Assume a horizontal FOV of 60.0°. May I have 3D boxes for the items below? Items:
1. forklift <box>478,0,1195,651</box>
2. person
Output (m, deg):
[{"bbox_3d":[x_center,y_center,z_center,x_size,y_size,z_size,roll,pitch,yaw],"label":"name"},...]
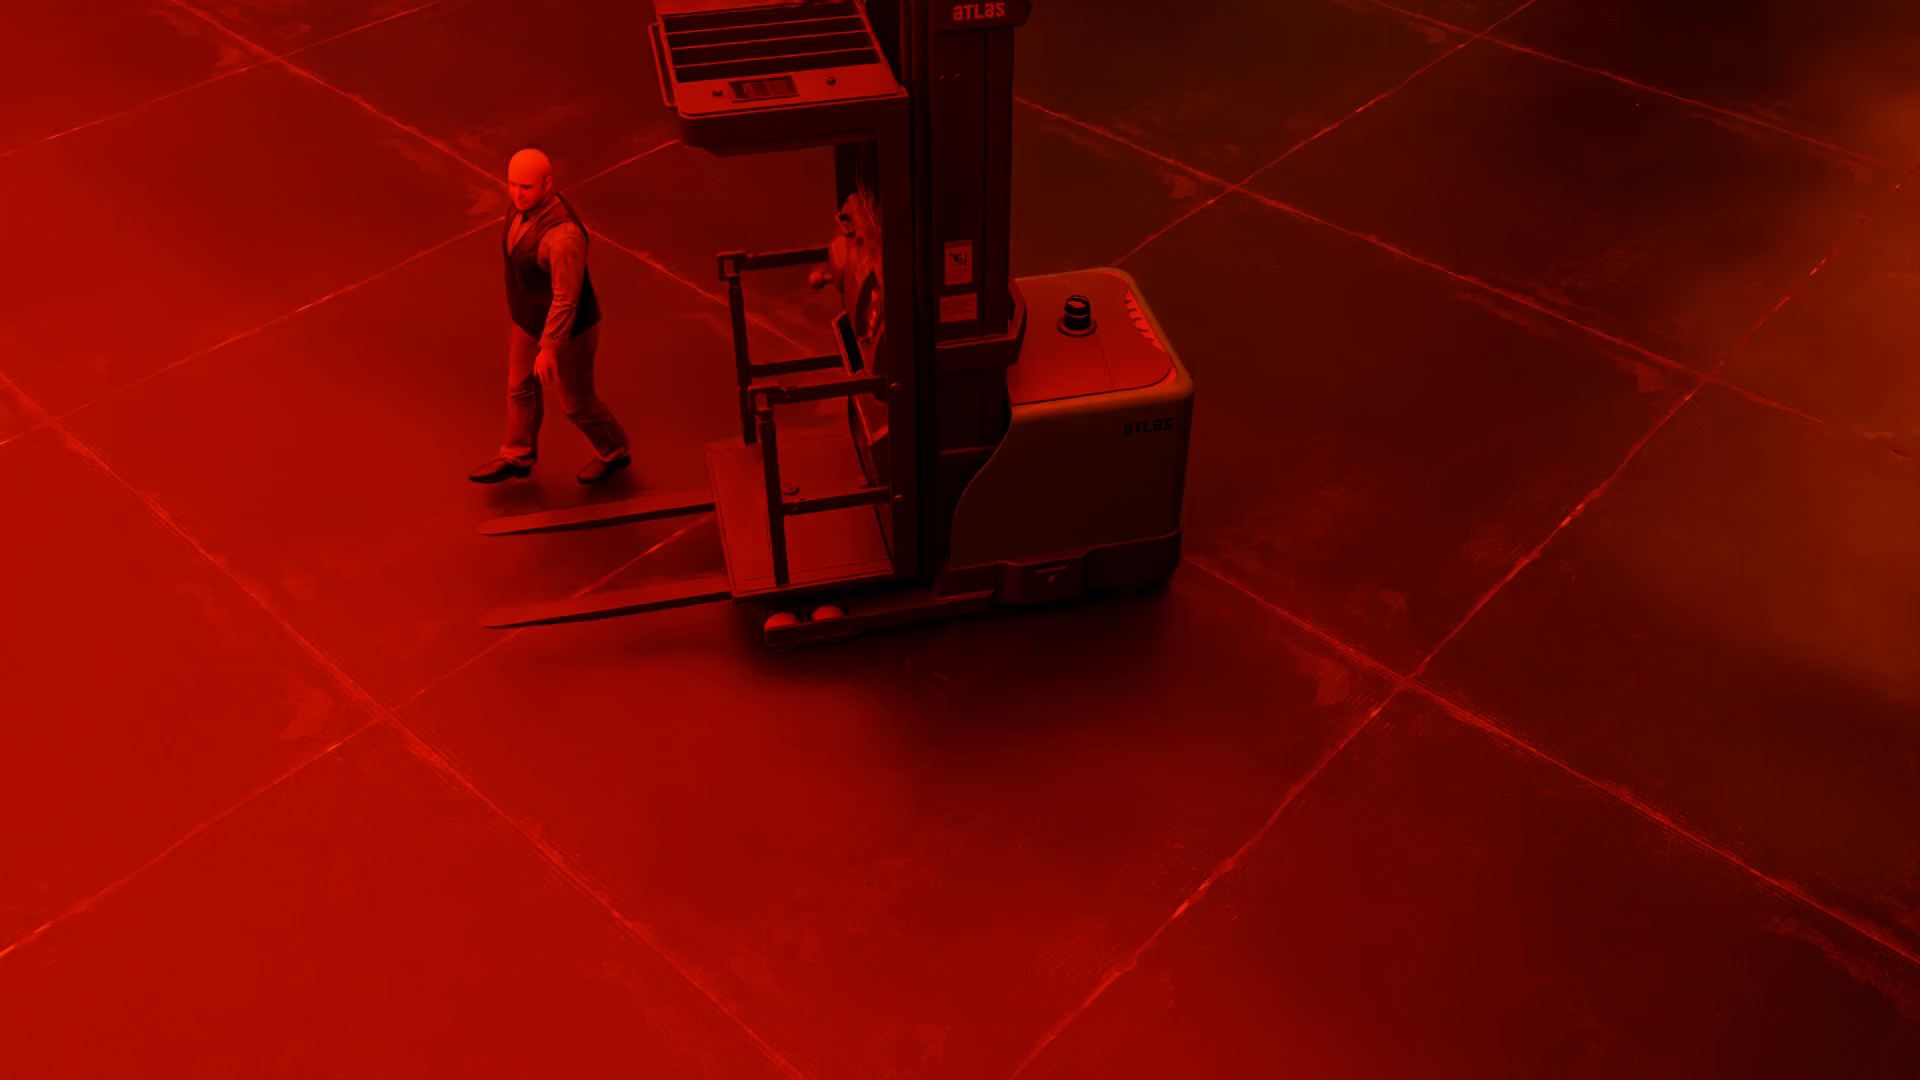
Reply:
[{"bbox_3d":[-0.595,-1.017,6.614,3.031,2.935,1.130,-9,41,-10],"label":"forklift"},{"bbox_3d":[-1.914,-0.934,7.406,0.725,1.702,0.671,-28,48,-29],"label":"person"}]
